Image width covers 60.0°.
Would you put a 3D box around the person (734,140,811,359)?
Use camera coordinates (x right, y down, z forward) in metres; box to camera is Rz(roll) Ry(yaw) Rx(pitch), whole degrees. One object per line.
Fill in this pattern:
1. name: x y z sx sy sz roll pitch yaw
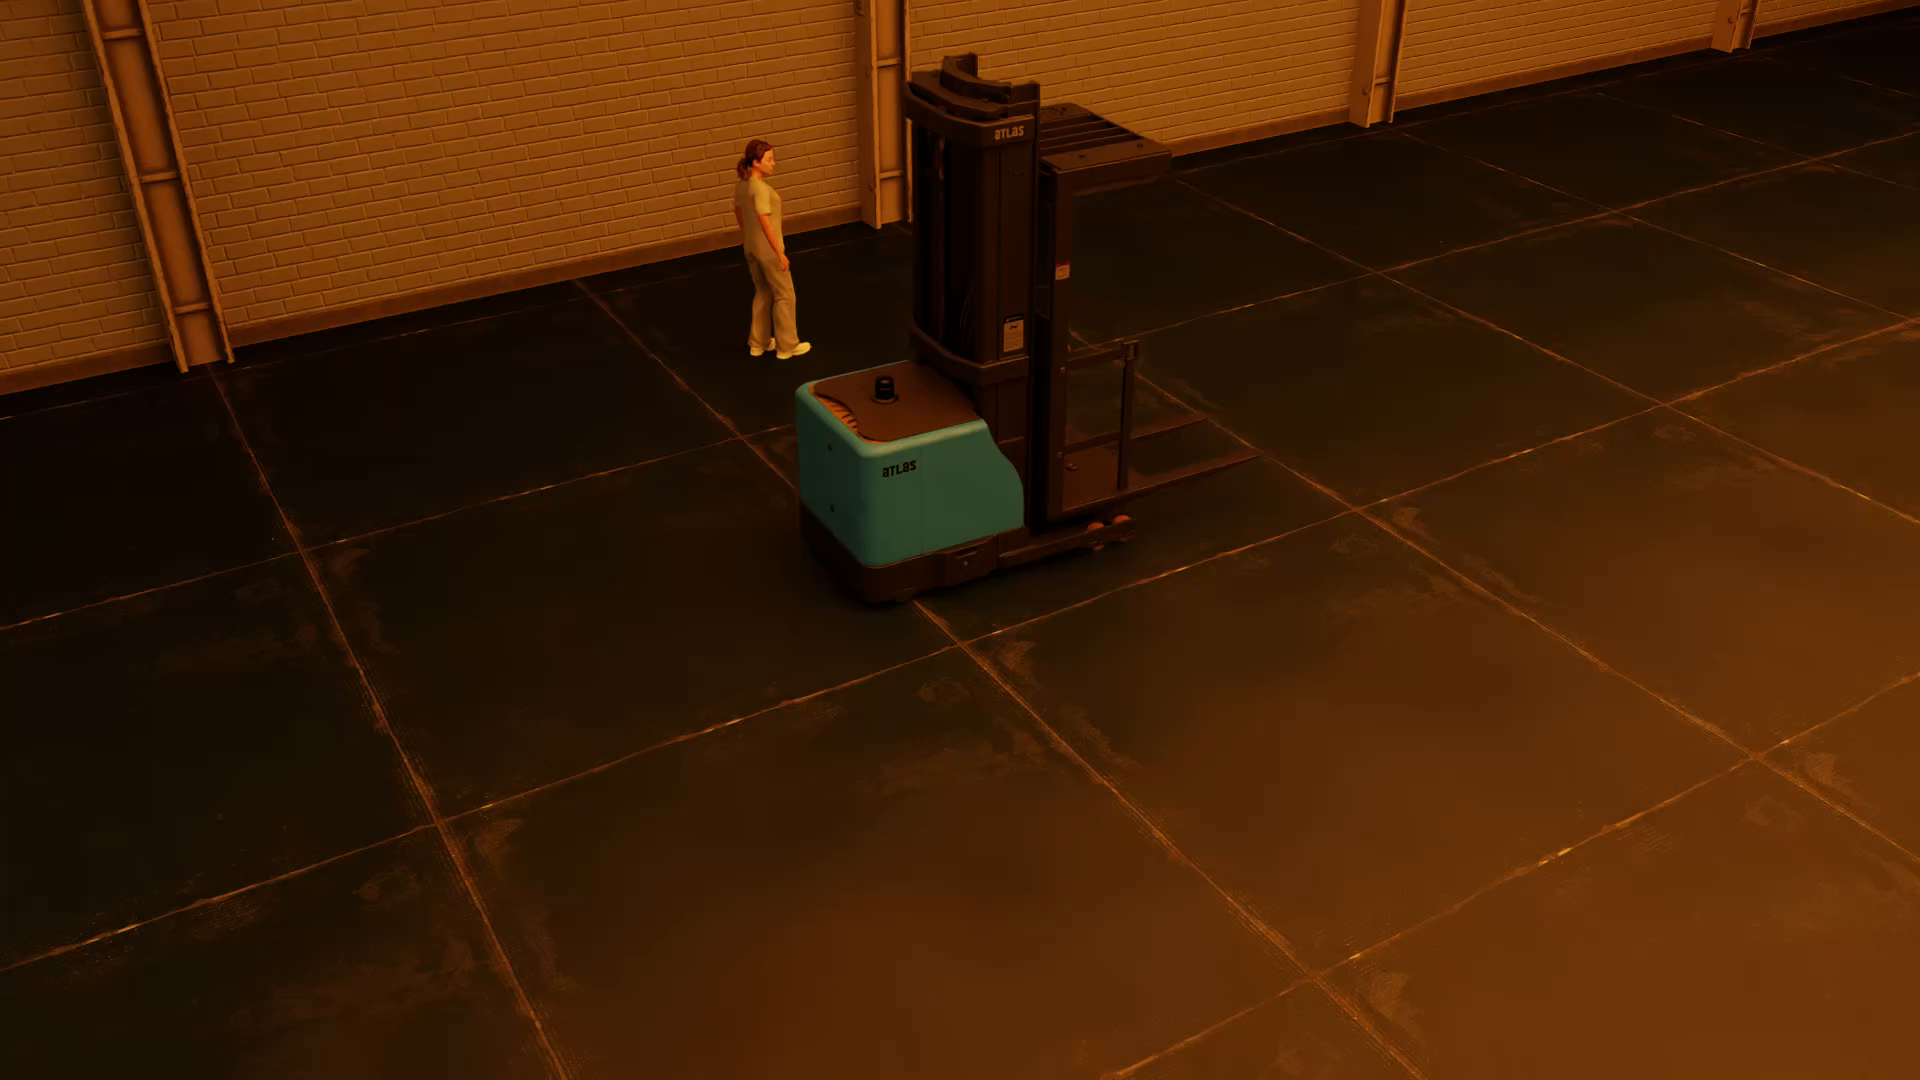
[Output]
1. person: -1.420 -2.188 12.533 0.446 1.667 0.607 -21 37 -31

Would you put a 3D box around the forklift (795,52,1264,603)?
1. forklift: 0.535 -1.419 10.017 3.031 2.935 1.130 -16 34 -25
